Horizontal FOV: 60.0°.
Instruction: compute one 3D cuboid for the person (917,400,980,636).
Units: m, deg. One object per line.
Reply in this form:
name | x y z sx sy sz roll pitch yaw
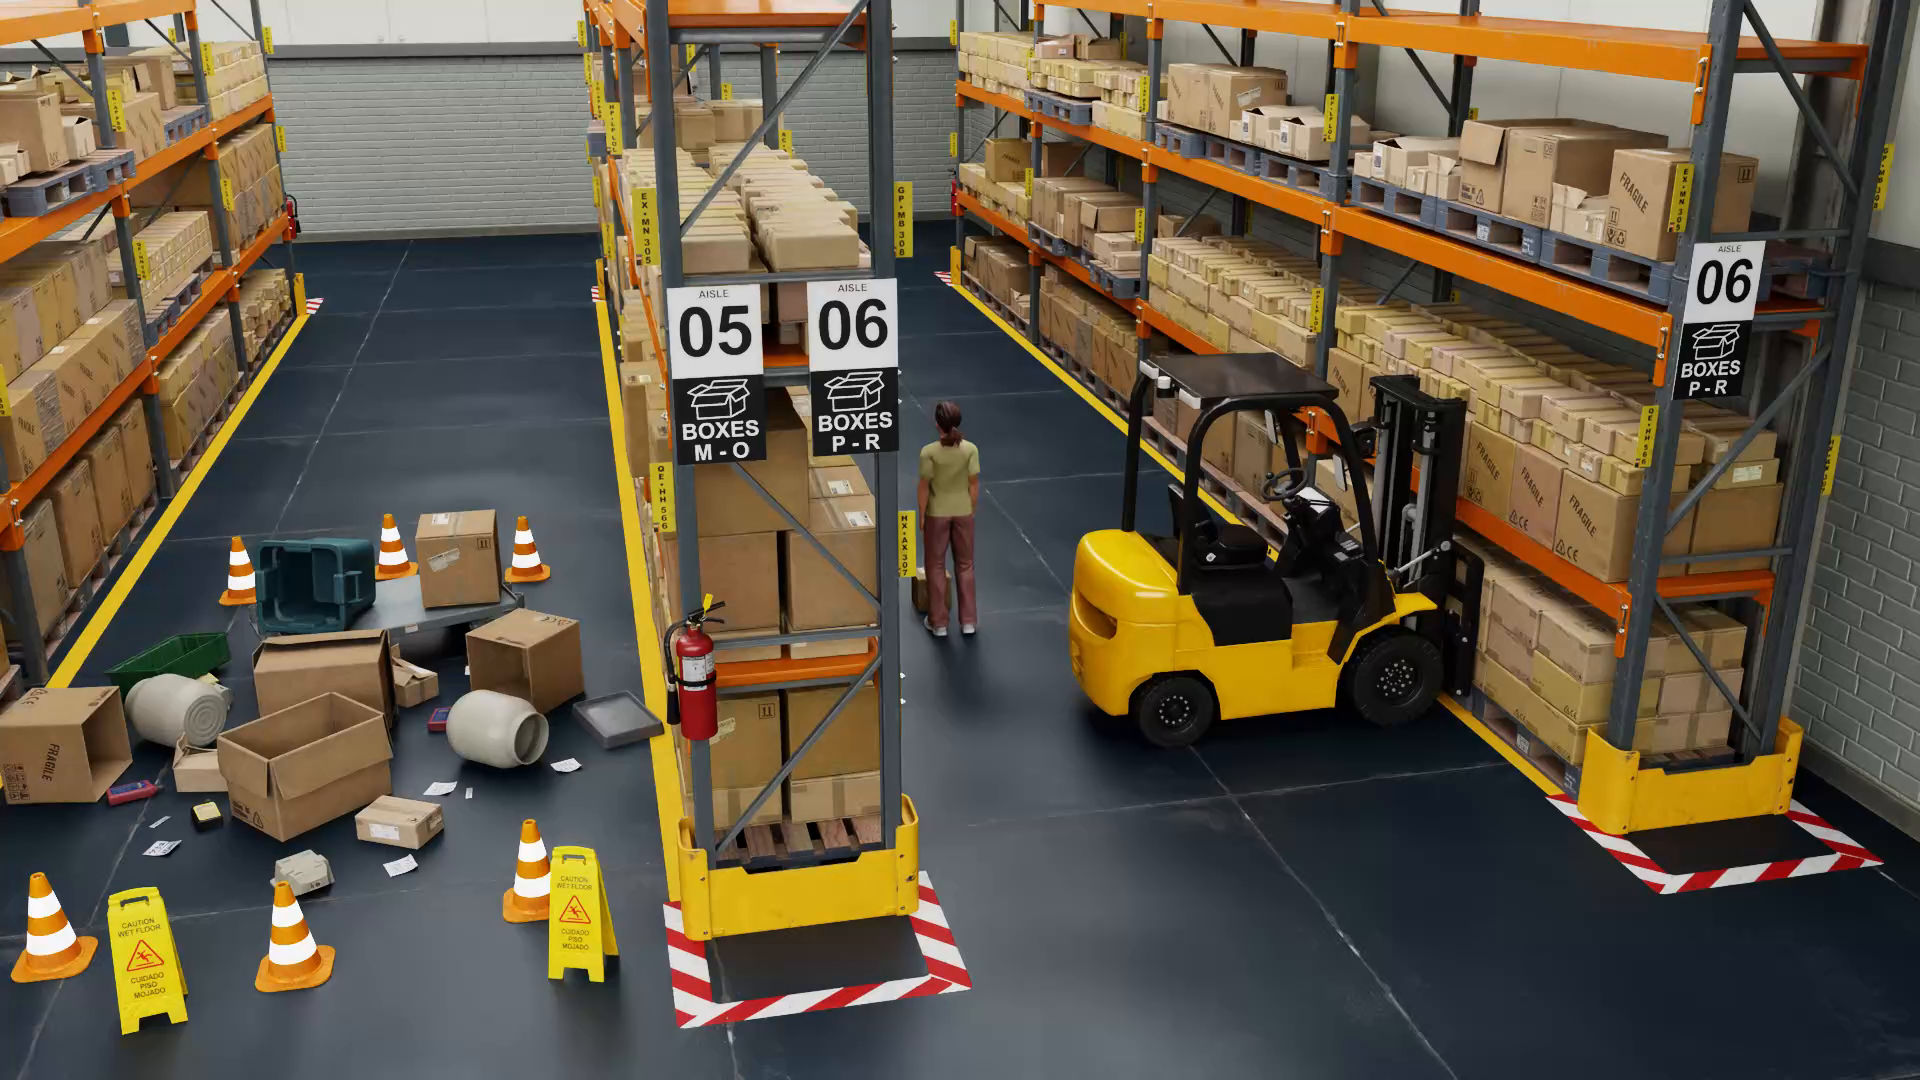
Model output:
person | -0.083 -0.146 11.501 0.438 1.675 0.353 -5 20 -14
